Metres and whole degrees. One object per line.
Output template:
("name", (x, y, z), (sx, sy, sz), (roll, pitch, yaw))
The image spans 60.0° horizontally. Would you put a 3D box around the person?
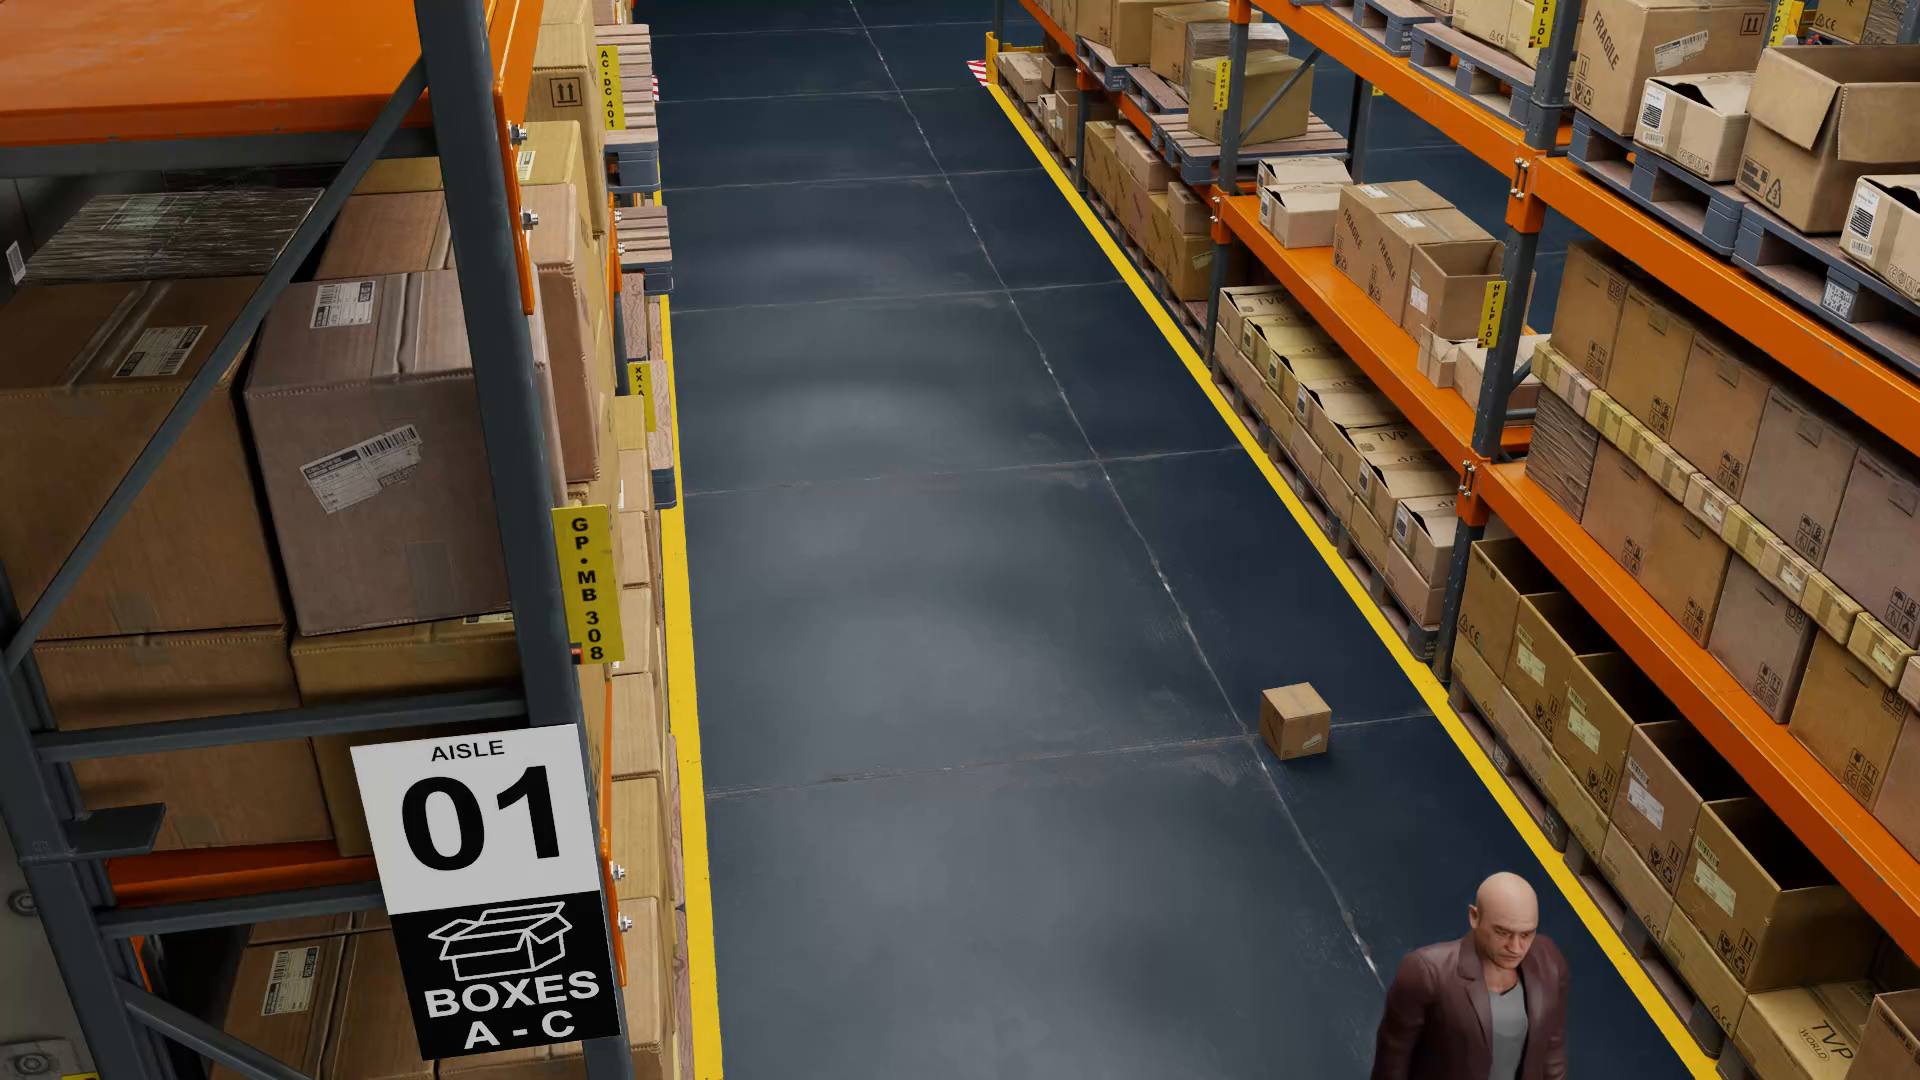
("person", (1.565, 1.791, 5.069), (0.577, 1.807, 0.476), (-6, 31, -11))
